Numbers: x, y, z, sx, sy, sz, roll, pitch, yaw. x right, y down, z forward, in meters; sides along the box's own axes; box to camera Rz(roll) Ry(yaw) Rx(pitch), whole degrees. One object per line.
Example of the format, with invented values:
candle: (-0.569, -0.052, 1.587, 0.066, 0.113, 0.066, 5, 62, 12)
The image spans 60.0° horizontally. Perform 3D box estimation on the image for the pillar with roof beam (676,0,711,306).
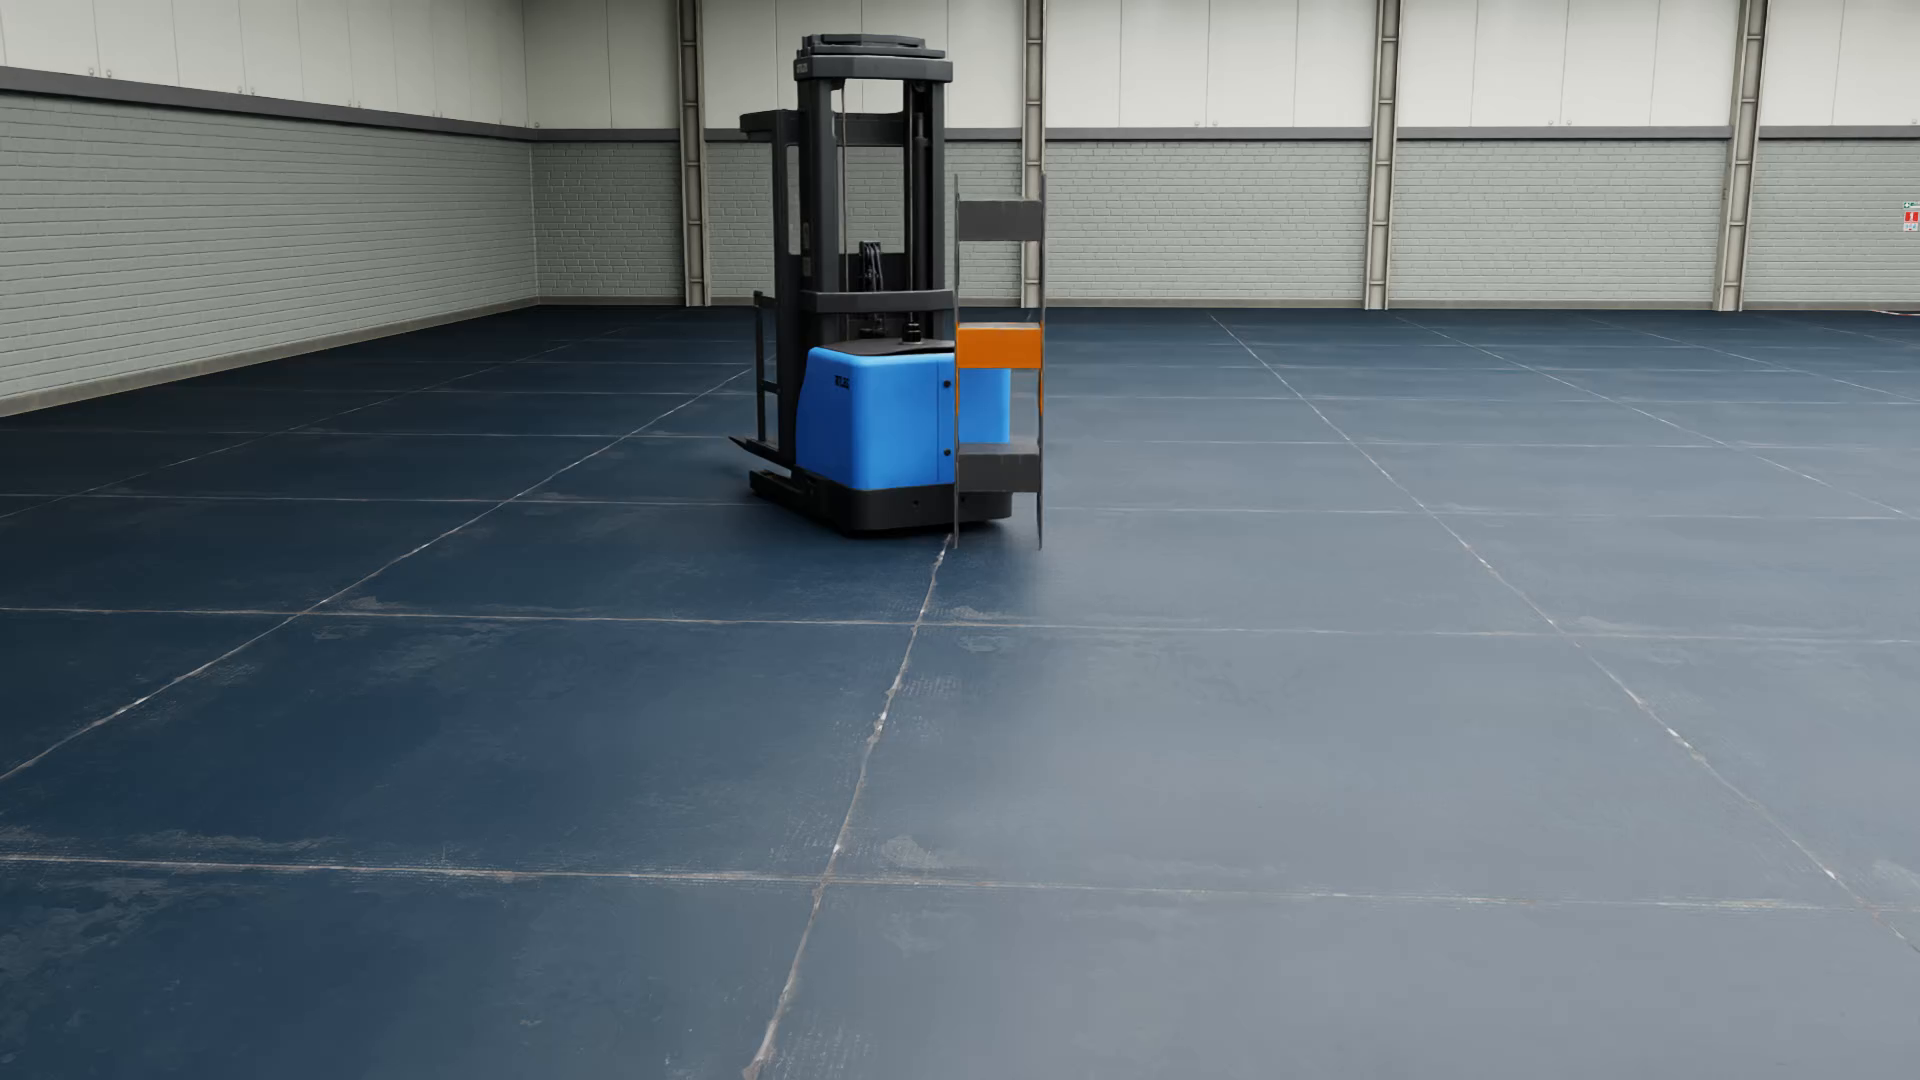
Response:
pillar with roof beam: (-4.992, -7.741, 24.796, 0.400, 9.000, 9.100, 1, 12, 4)

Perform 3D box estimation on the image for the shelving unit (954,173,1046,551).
shelving unit: (0.221, -1.008, 9.460, 0.503, 2.100, 0.431, 0, 12, 1)

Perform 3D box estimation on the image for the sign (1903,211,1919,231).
sign: (16.234, -5.443, 28.377, 0.234, 0.329, 0.001, 1, 12, 4)

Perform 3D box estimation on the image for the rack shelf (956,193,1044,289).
rack shelf: (0.221, -1.680, 9.320, 0.480, 0.518, 0.431, 0, 12, 1)

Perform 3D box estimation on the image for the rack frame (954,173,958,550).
rack frame: (-0.023, -1.009, 9.463, 0.015, 2.100, 0.400, 0, 12, 1)

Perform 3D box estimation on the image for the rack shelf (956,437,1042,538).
rack shelf: (0.221, -0.310, 9.606, 0.480, 0.518, 0.431, 0, 12, 1)

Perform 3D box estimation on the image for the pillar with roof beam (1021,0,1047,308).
pillar with roof beam: (0.994, -7.659, 24.404, 0.400, 9.000, 9.100, 1, 12, 4)

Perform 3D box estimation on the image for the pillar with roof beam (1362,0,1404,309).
pillar with roof beam: (6.981, -7.577, 24.011, 0.400, 9.000, 9.100, 1, 12, 4)

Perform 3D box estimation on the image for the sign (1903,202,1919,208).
sign: (16.238, -5.701, 28.314, 0.331, 0.109, 0.001, 1, 12, 4)

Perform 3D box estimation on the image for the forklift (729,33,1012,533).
forklift: (-0.769, -1.737, 10.913, 1.130, 2.935, 3.031, -5, 13, -25)

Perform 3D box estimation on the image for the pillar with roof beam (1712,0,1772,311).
pillar with roof beam: (12.967, -7.495, 23.619, 0.400, 9.000, 9.100, 1, 12, 4)

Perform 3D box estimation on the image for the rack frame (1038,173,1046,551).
rack frame: (0.465, -1.008, 9.457, 0.015, 2.100, 0.400, 0, 12, 1)

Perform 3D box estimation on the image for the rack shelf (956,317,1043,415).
rack shelf: (0.221, -0.995, 9.463, 0.480, 0.518, 0.431, 0, 12, 1)
